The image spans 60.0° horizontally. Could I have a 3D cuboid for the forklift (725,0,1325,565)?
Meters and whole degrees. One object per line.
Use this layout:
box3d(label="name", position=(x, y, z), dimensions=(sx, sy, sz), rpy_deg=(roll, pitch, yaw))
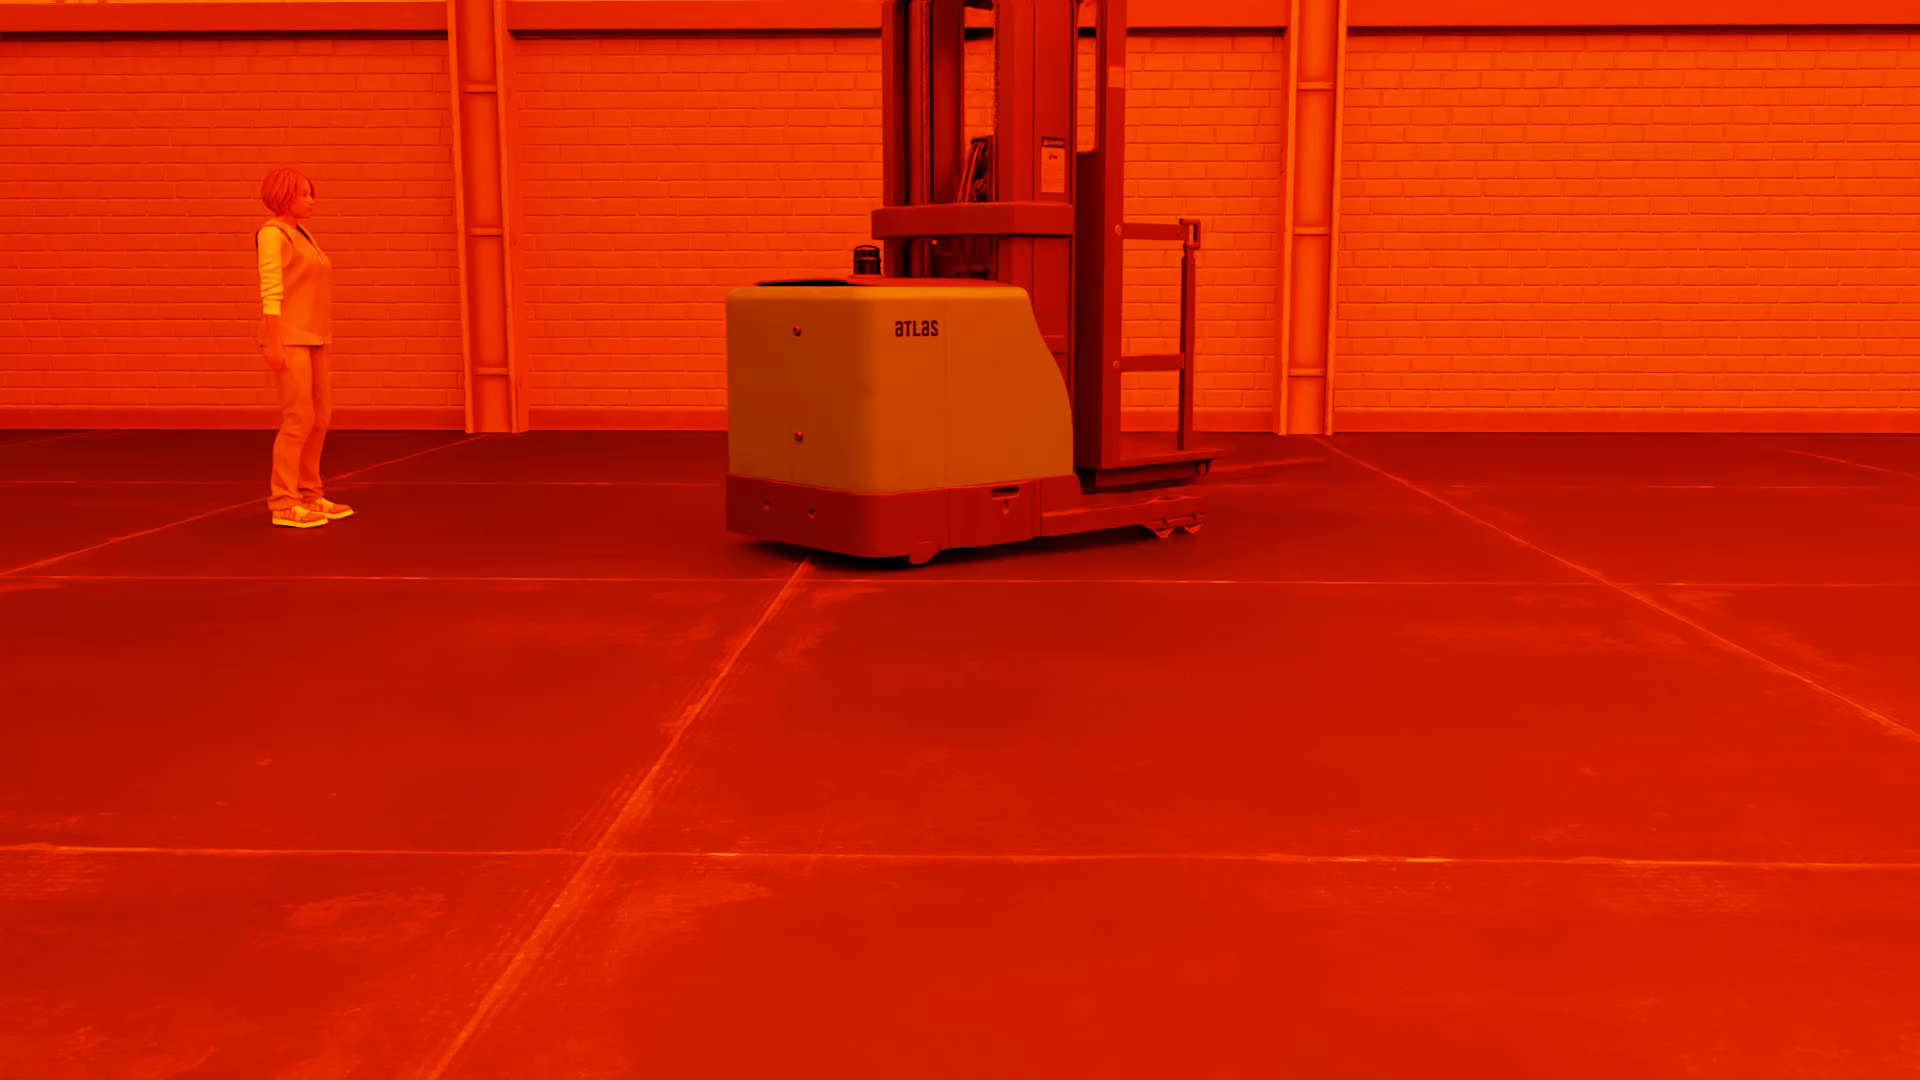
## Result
box3d(label="forklift", position=(0.464, -1.515, 7.336), dimensions=(3.031, 2.935, 1.130), rpy_deg=(-8, 12, -41))

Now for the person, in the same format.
box3d(label="person", position=(-2.996, -0.870, 7.533), dimensions=(0.317, 1.599, 0.465), rpy_deg=(0, 9, -2))
